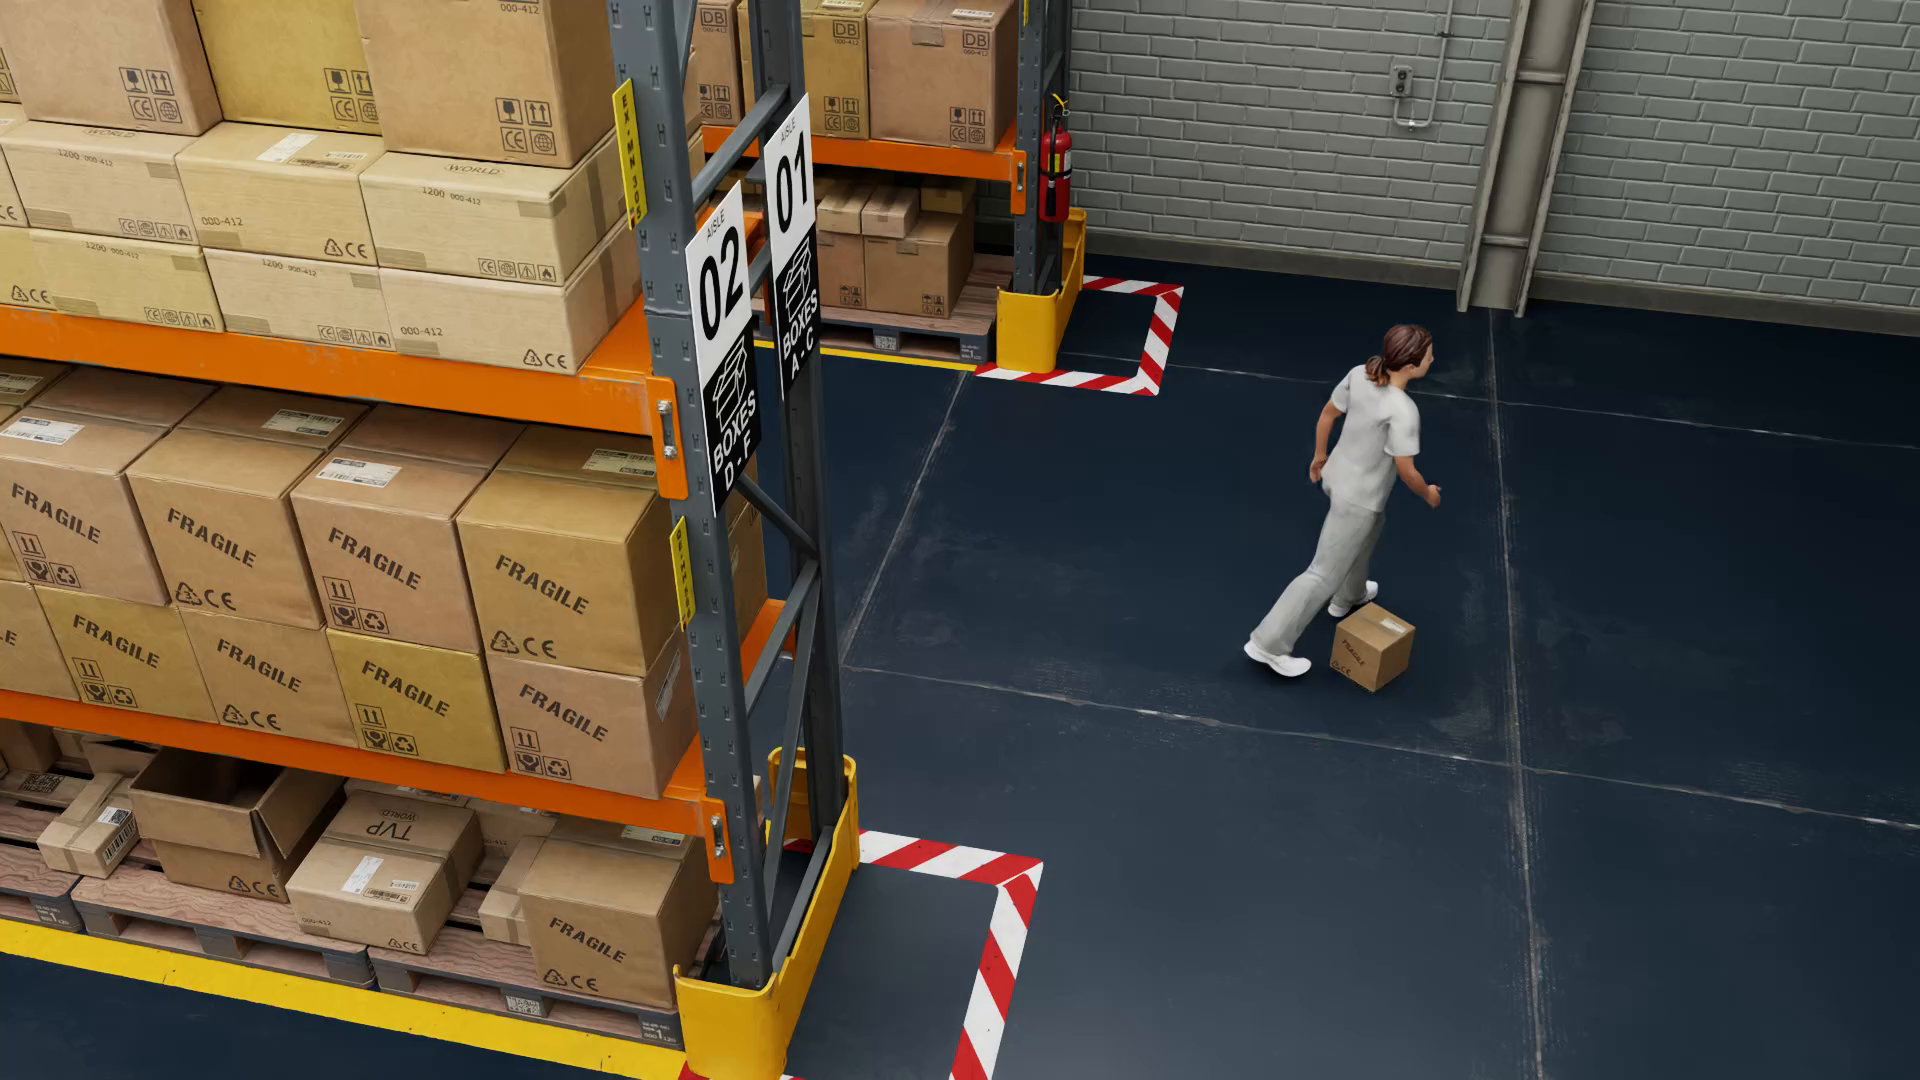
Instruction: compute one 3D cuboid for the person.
[{"bbox_3d":[1.656,-0.200,7.265,0.833,1.607,0.563,-9,38,-12],"label":"person"}]
